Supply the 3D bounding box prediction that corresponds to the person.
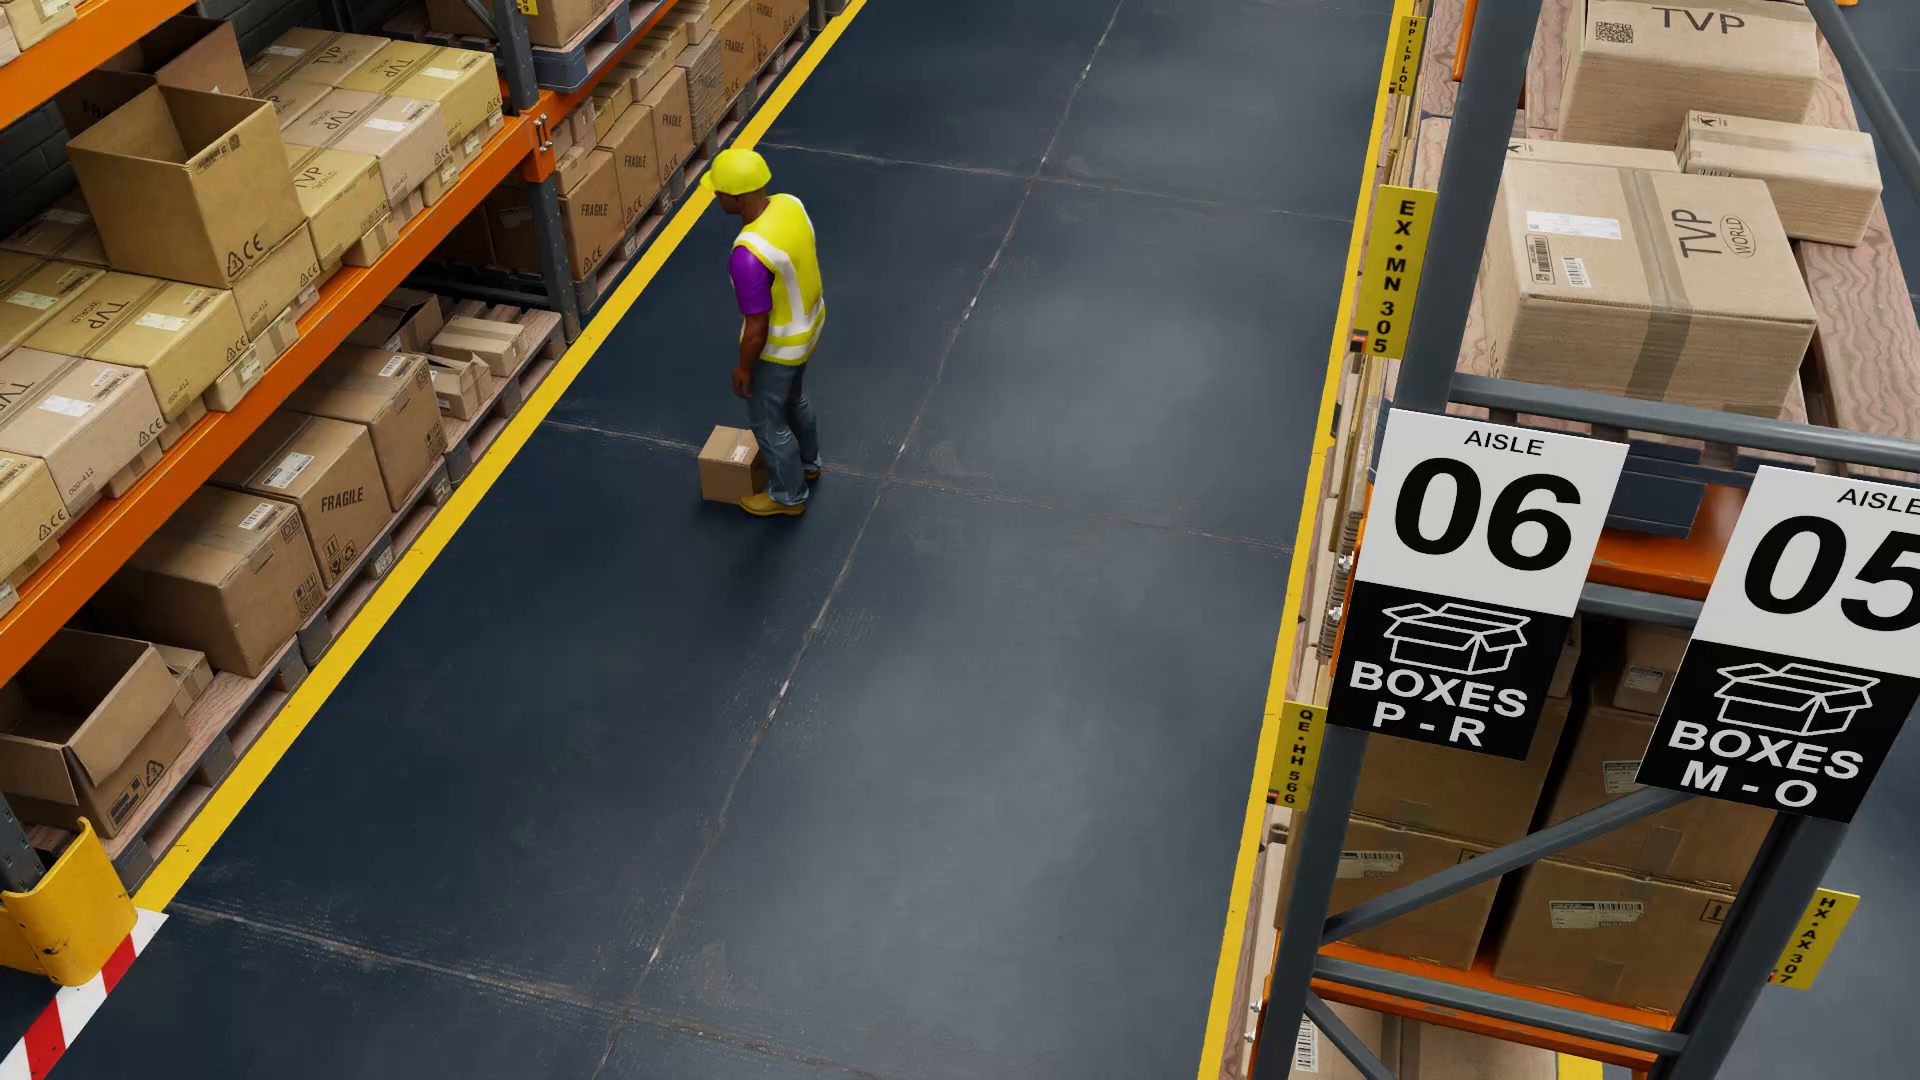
[{"bbox_3d":[-0.817,-0.884,7.168,0.457,1.761,0.627,10,42,12],"label":"person"}]
